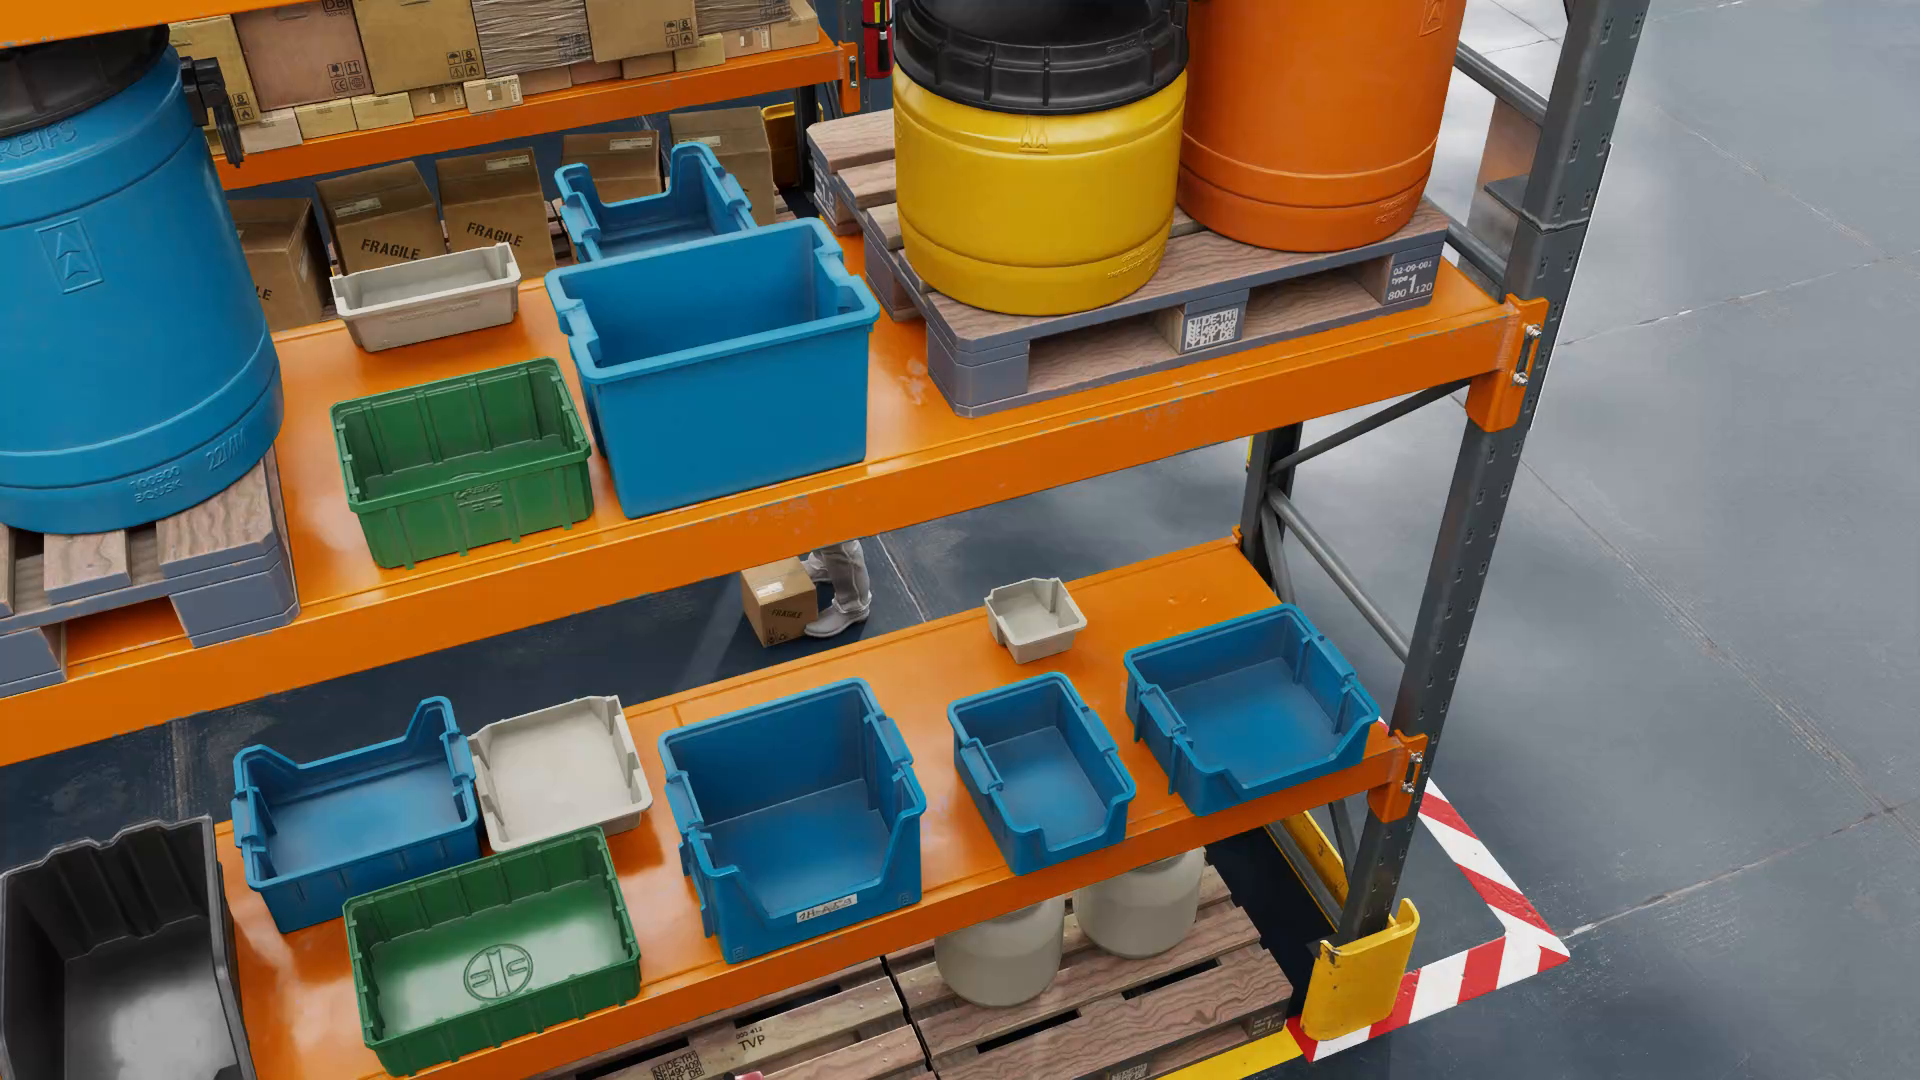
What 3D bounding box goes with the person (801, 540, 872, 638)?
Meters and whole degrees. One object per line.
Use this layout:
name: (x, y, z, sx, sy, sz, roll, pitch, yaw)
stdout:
person: (-0.557, -0.383, 6.578, 0.457, 1.761, 0.628, -15, 44, -16)
